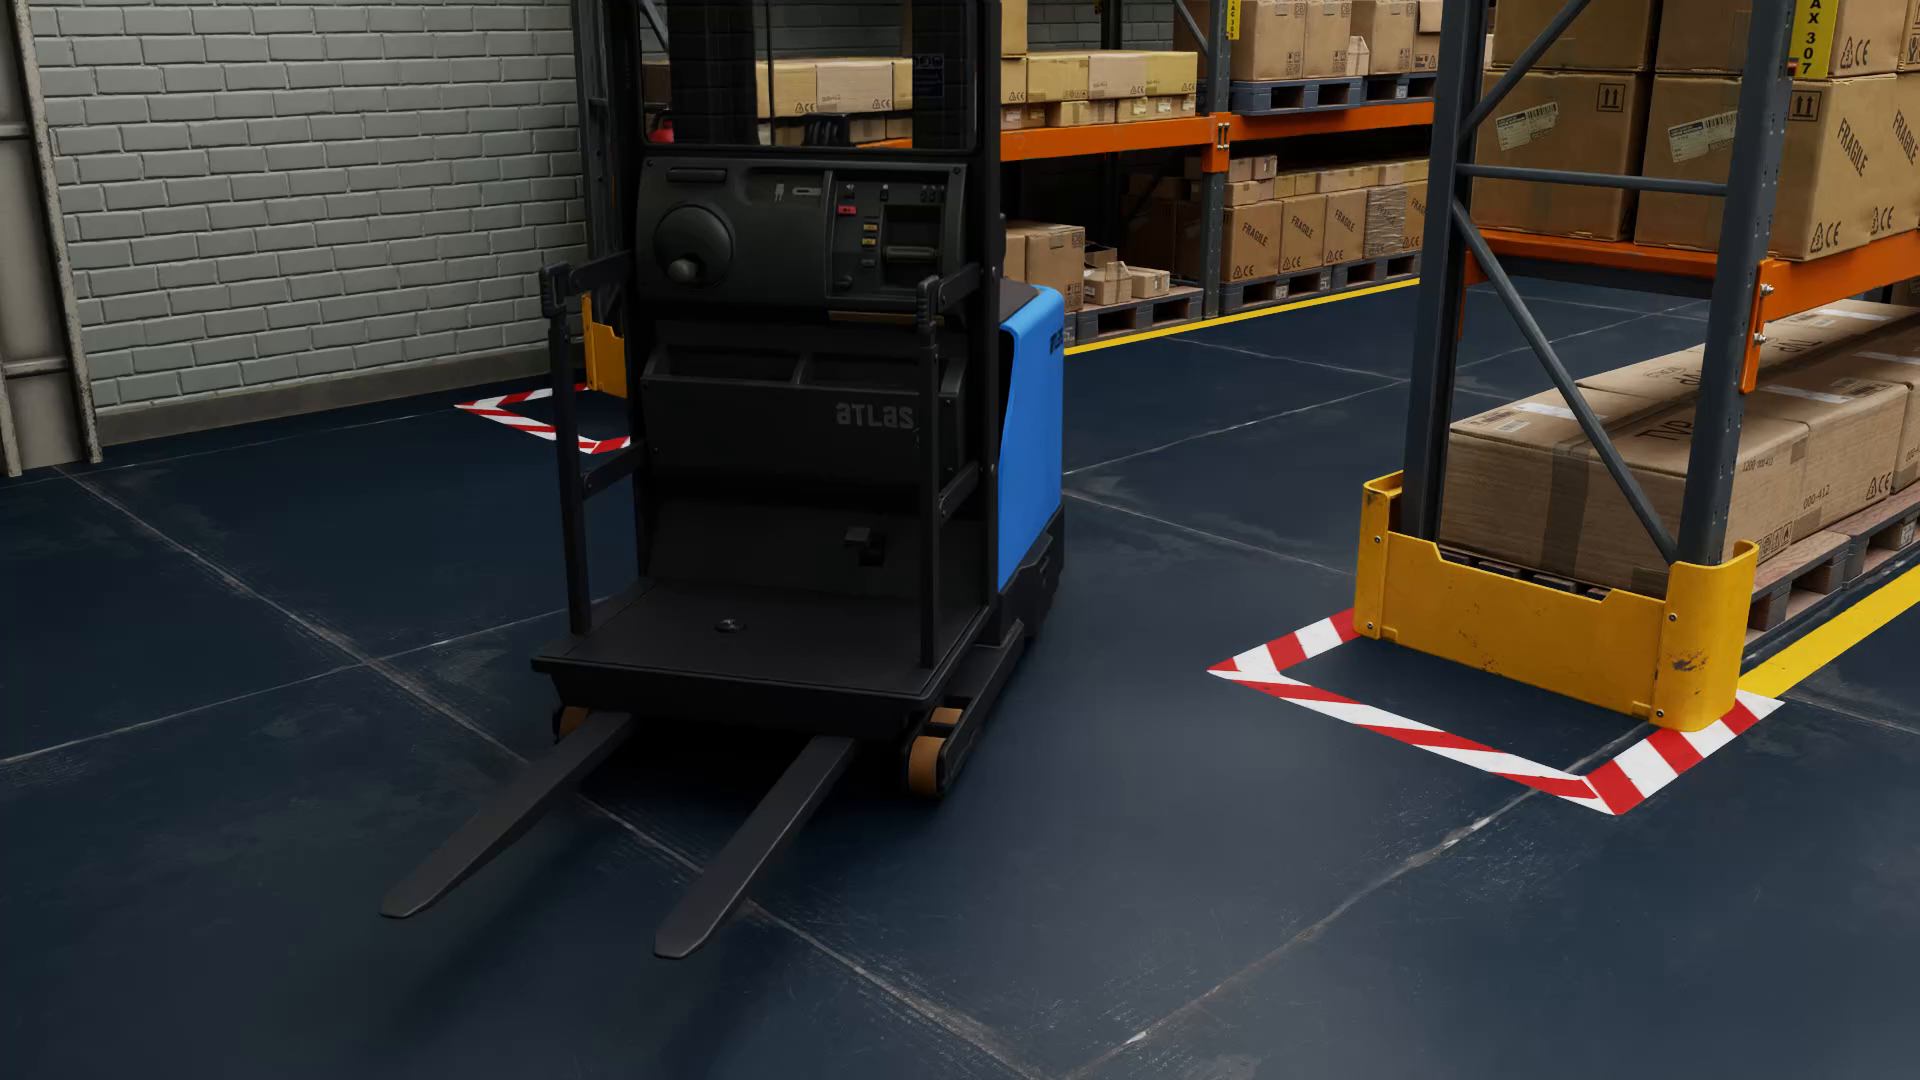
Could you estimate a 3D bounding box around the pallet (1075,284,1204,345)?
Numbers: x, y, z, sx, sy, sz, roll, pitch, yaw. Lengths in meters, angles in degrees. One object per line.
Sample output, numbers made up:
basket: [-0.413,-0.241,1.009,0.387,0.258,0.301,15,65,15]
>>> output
pallet: [0.824,-1.525,10.846,1.213,0.211,1.003,-16,24,-41]

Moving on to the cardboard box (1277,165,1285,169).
cardboard box: [2.156,-2.675,12.193,0.250,0.149,0.380,-15,23,-39]

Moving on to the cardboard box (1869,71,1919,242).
cardboard box: [2.725,-1.236,5.271,0.500,0.500,0.500,-17,24,-42]

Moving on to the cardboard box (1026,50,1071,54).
cardboard box: [0.419,-2.915,10.371,0.500,0.250,0.500,-17,24,-41]

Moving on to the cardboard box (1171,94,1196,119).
cardboard box: [1.266,-2.753,10.520,0.250,0.149,0.380,-16,24,-40]

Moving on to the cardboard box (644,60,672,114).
cardboard box: [-1.431,-2.376,8.711,0.500,0.250,0.500,-15,23,-39]

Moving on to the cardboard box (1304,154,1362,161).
cardboard box: [2.882,-2.899,12.883,0.250,0.149,0.380,-17,24,-42]

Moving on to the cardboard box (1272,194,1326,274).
cardboard box: [2.210,-2.174,11.700,0.500,0.500,0.500,-17,24,-42]

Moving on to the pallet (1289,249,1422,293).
pallet: [2.776,-2.111,12.653,1.213,0.211,1.003,-16,24,-41]

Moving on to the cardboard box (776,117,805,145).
cardboard box: [-1.002,-2.102,8.512,0.250,0.149,0.380,-15,24,-39]

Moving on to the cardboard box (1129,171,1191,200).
cardboard box: [1.393,-2.459,11.524,0.380,0.149,0.250,17,24,42]

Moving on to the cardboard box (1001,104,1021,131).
cardboard box: [0.132,-2.430,9.523,0.250,0.149,0.380,-16,24,-41]

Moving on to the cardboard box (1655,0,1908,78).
cardboard box: [2.375,-1.599,4.768,0.500,0.500,0.500,-17,25,-42]

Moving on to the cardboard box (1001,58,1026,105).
cardboard box: [0.021,-2.583,9.349,0.500,0.250,0.500,-17,25,-42]

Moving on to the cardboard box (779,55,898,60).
cardboard box: [-0.692,-2.589,9.367,0.500,0.250,0.500,-15,23,-39]

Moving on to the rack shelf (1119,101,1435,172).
rack shelf: [2.777,-3.078,12.282,4.000,0.370,1.077,-16,24,-41]

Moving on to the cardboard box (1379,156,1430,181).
cardboard box: [3.424,-2.846,12.718,0.250,0.149,0.380,-15,23,-39]

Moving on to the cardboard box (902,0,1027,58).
cardboard box: [0.022,-2.930,9.202,0.500,0.500,0.500,-15,24,-39]

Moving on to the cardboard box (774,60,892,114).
cardboard box: [-0.702,-2.362,8.667,0.500,0.250,0.500,-16,24,-40]

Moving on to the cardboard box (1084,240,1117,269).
cardboard box: [0.681,-1.830,10.945,0.500,0.311,0.500,-15,23,-39]

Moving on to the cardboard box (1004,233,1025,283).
cardboard box: [0.028,-1.530,9.713,0.500,0.500,0.500,-16,24,-40]

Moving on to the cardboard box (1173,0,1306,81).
cardboard box: [1.829,-3.296,10.945,0.500,0.500,0.700,-15,24,-39]

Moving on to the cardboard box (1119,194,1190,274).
cardboard box: [1.477,-2.178,11.710,0.500,0.500,0.500,-16,24,-41]

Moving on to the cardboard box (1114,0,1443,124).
cardboard box: [2.058,-3.298,11.286,3.665,0.713,0.828,-15,24,-39]

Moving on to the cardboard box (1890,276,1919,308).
cardboard box: [5.132,-1.223,8.159,0.875,0.875,0.875,-15,23,-39]

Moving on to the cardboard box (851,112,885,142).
cardboard box: [-0.610,-2.205,8.830,0.250,0.149,0.380,-15,23,-39]

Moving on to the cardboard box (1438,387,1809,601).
cardboard box: [2.241,-0.181,5.652,0.875,0.438,0.875,17,24,42]

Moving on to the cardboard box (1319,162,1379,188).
cardboard box: [2.849,-2.687,12.228,0.250,0.149,0.380,-16,24,-41]

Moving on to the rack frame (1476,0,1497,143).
rack frame: [7.428,-4.081,12.893,4.036,3.426,6.040,-16,24,-41]

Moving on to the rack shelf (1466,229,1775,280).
rack shelf: [5.021,-2.920,3.801,3.910,4.714,5.869,-16,24,-41]
